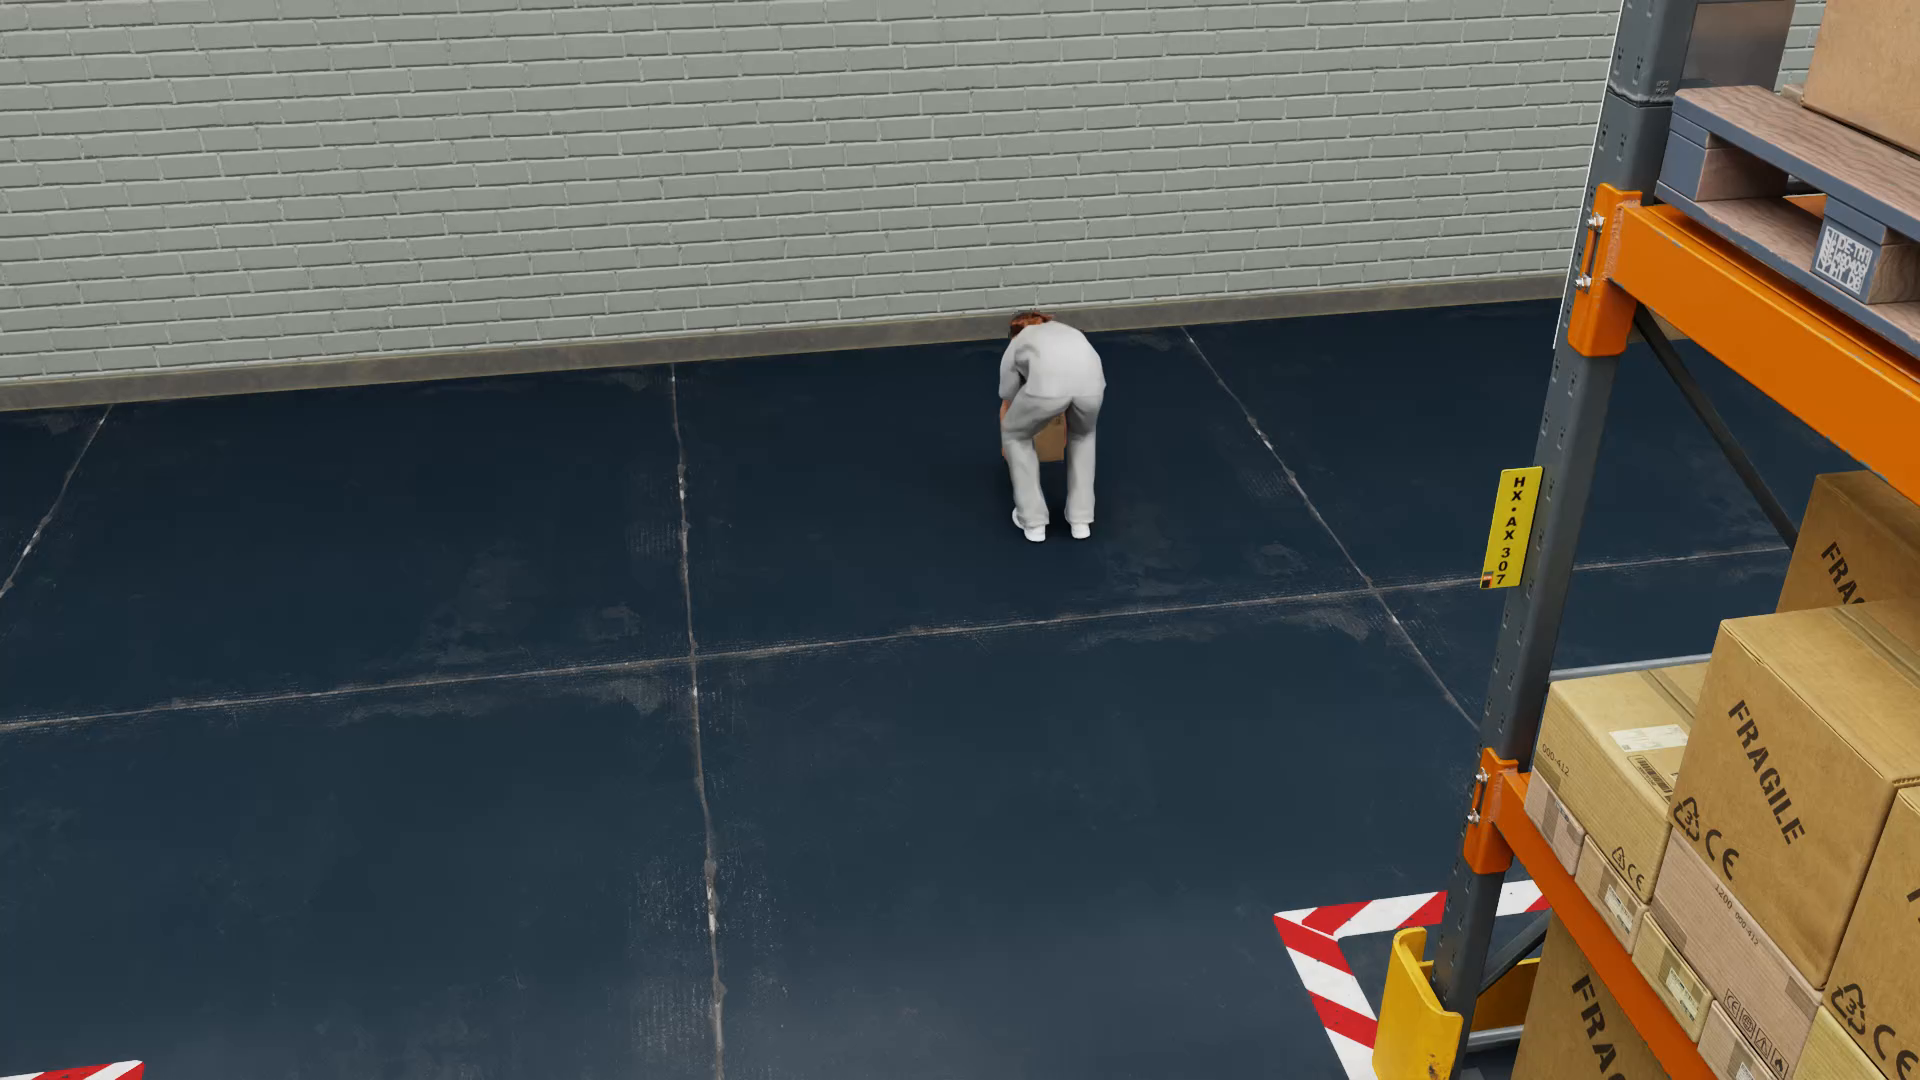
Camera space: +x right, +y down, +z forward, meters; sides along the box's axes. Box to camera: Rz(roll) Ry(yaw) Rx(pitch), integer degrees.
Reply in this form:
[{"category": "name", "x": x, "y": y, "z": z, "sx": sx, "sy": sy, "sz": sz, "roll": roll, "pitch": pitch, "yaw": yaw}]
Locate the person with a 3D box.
[{"category": "person", "x": 0.399, "y": -0.578, "z": 7.777, "sx": 0.452, "sy": 0.986, "sz": 0.864, "roll": -7, "pitch": 31, "yaw": -11}]
